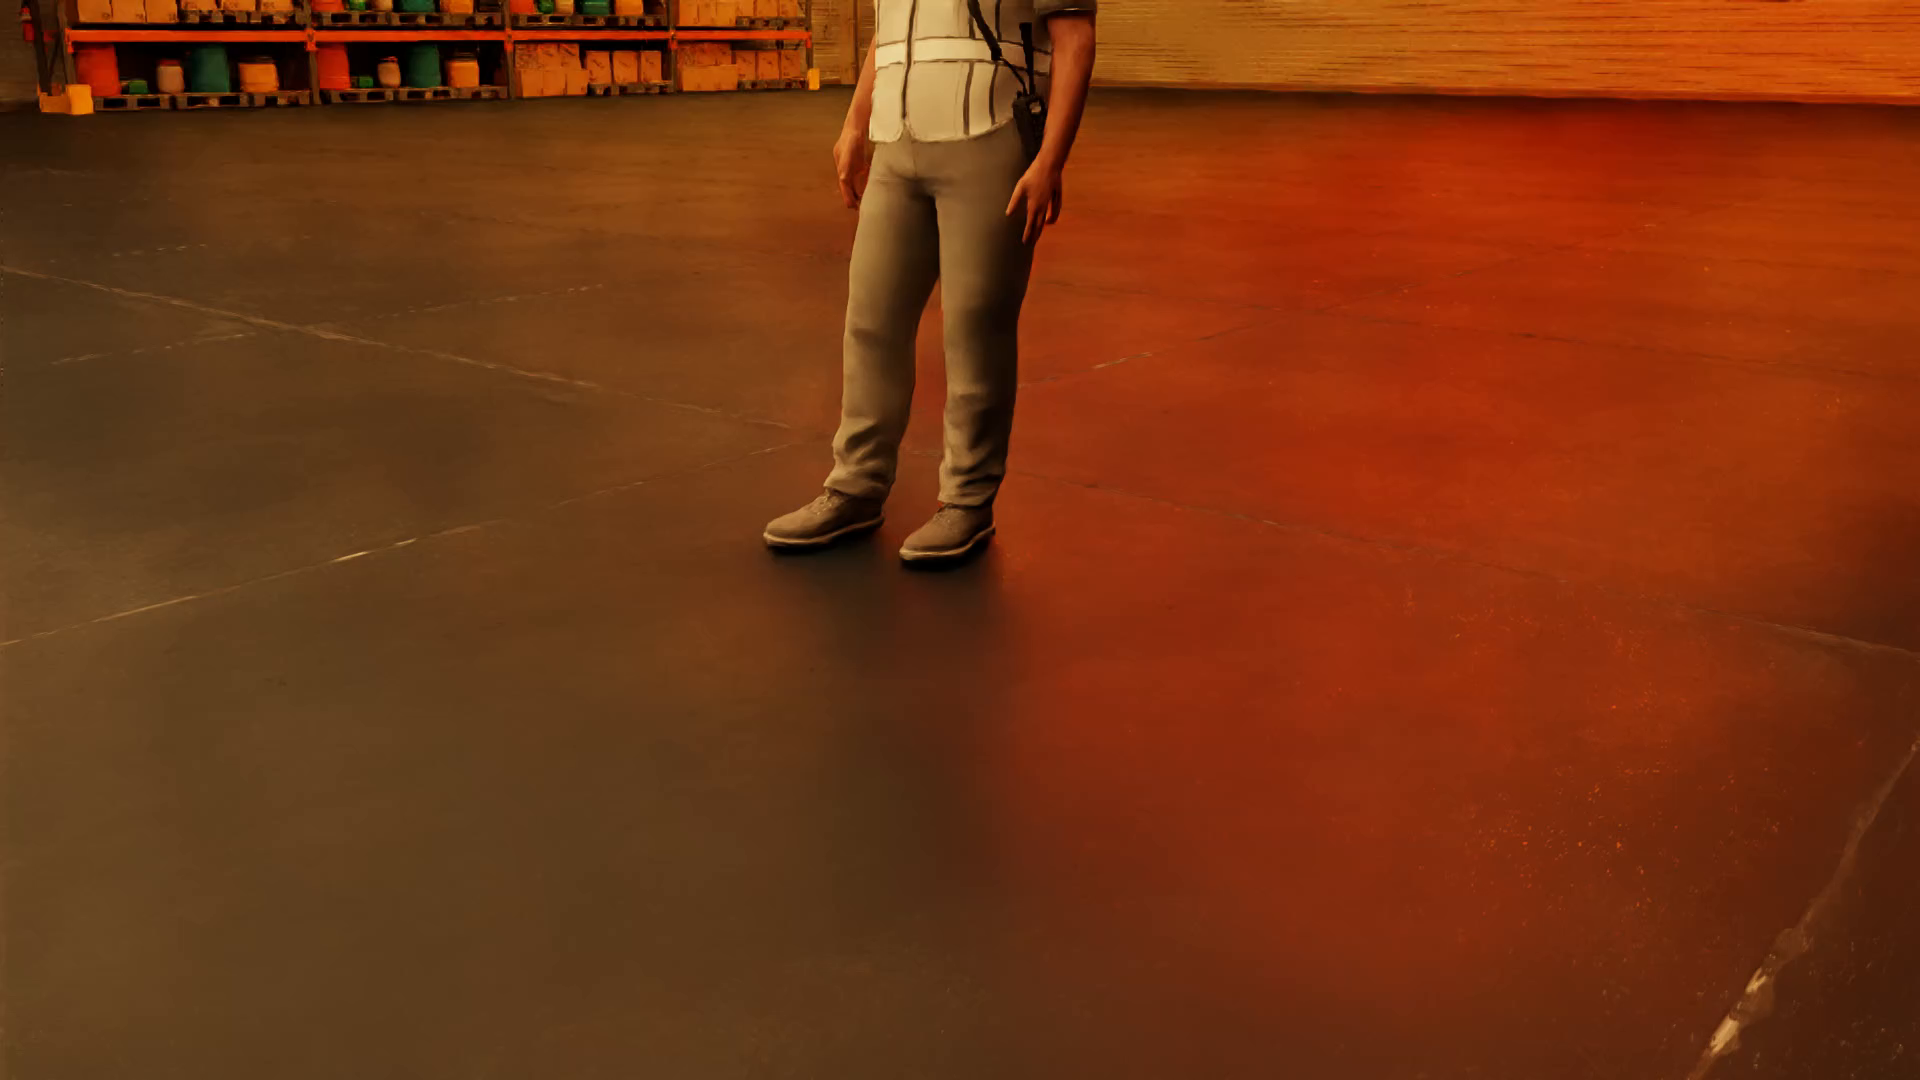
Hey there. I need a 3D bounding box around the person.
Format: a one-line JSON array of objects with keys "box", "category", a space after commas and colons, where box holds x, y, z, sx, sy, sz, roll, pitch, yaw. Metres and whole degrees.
[{"box": [-0.059, -0.845, 3.631, 0.640, 1.781, 0.574, 13, 21, 37], "category": "person"}]
